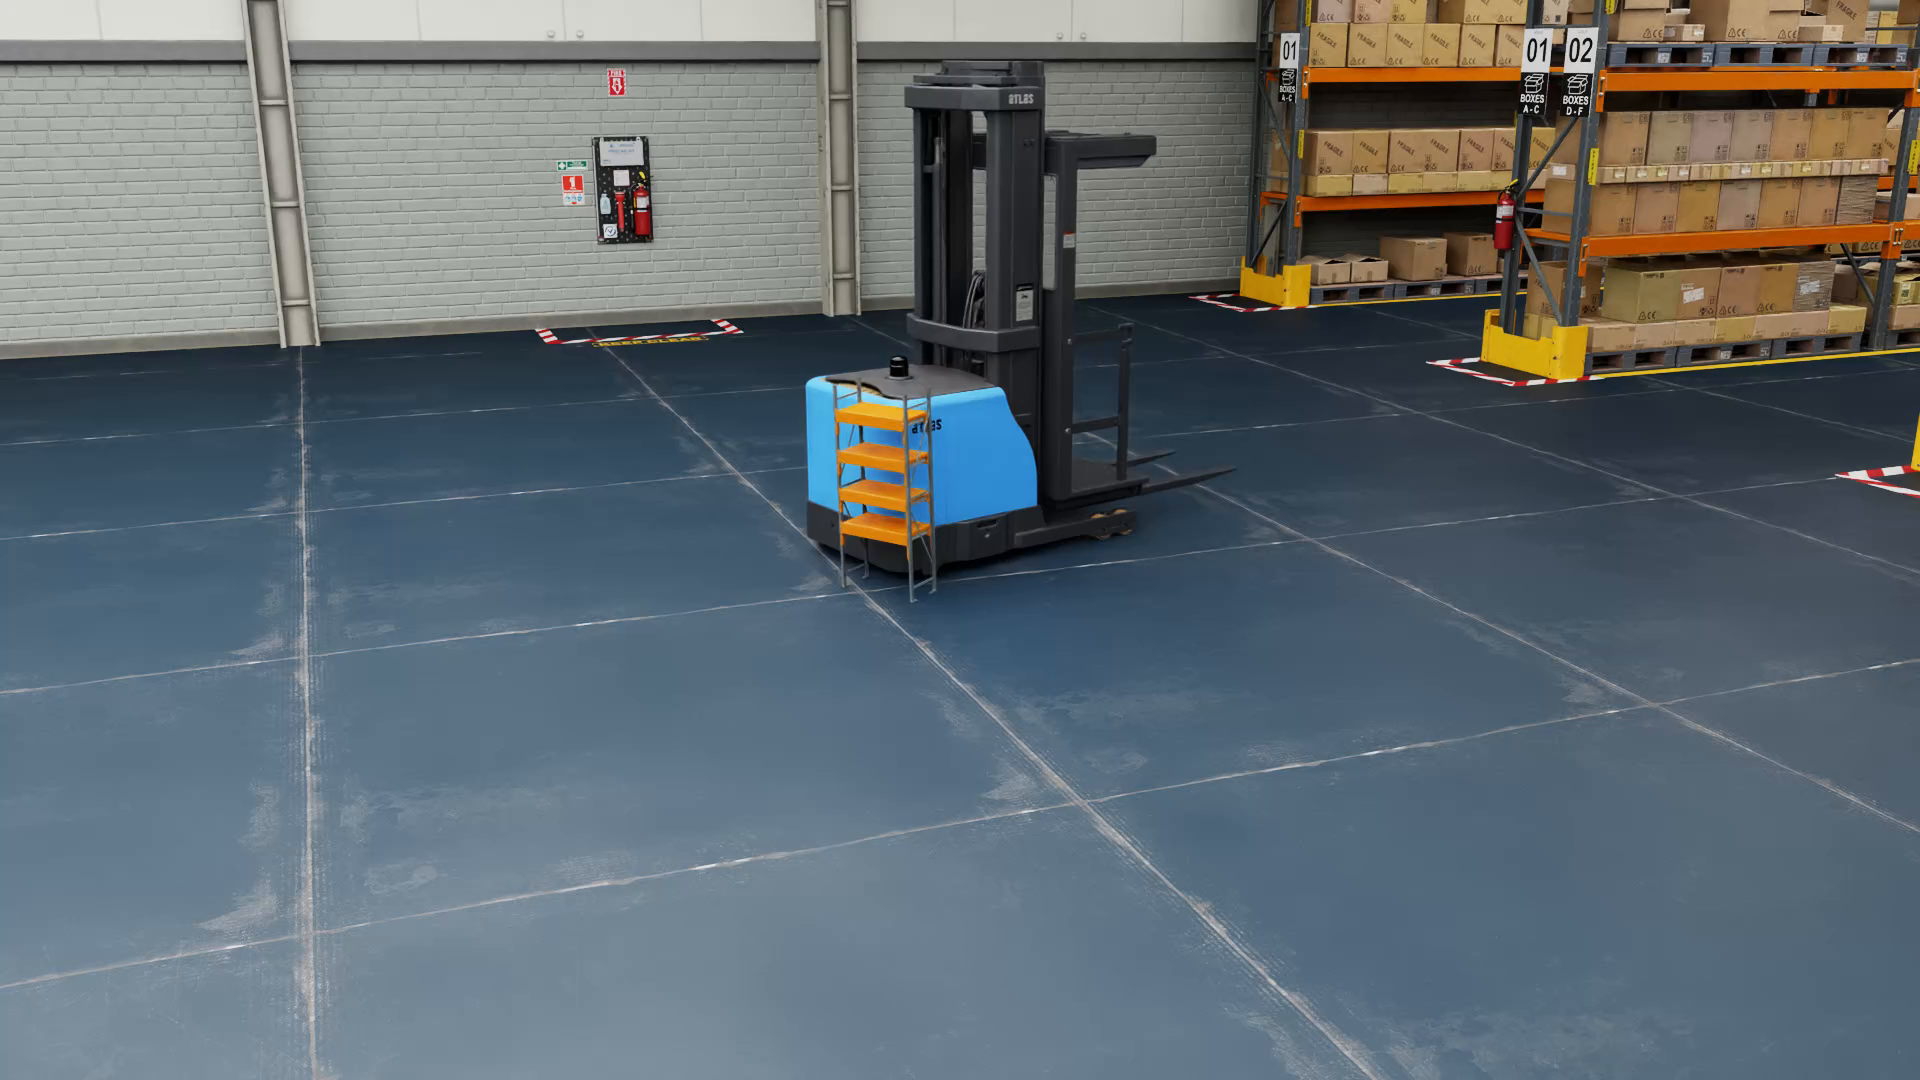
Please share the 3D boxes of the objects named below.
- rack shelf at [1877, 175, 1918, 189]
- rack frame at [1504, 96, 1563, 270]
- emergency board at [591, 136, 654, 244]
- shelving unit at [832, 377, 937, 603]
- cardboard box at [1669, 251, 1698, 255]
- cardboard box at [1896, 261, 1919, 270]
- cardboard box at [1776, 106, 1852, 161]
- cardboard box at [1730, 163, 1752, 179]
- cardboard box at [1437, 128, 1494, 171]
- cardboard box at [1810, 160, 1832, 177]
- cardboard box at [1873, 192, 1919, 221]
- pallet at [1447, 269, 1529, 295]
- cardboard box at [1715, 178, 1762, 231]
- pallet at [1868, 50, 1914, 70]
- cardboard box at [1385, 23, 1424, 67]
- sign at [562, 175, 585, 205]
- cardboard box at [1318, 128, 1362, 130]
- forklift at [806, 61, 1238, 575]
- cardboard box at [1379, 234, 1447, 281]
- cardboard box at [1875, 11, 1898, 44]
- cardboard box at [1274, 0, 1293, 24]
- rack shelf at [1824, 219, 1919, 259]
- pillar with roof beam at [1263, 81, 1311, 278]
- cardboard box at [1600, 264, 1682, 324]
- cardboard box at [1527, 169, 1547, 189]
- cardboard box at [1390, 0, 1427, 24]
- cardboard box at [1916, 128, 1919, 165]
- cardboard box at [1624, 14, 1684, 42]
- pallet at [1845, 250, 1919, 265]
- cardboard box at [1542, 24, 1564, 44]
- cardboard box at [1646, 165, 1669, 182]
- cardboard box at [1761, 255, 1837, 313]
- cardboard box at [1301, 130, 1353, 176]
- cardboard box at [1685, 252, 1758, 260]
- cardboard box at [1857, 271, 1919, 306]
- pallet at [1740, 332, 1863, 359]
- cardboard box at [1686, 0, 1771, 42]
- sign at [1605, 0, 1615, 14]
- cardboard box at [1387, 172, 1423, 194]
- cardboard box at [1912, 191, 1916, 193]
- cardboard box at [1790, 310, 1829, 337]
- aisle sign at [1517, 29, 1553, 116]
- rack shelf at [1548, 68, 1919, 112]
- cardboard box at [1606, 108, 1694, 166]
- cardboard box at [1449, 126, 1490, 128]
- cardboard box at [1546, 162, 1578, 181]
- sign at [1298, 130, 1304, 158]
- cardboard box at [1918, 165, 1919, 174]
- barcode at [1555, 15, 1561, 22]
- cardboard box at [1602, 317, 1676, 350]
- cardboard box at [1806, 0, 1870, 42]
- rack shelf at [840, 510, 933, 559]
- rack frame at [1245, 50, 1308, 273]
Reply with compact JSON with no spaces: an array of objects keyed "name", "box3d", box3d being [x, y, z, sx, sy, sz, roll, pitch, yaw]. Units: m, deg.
[{"name":"rack shelf","box3d":[13.191,-5.094,23.897,4.000,0.370,1.077,-6,17,-20]},{"name":"rack frame","box3d":[7.588,-4.834,21.736,0.127,3.000,1.000,-6,17,-20]},{"name":"emergency board","box3d":[-3.727,-3.885,18.504,0.643,1.169,0.194,-6,17,-20]},{"name":"shelving unit","box3d":[-0.424,-0.287,9.425,0.503,1.200,0.258,11,22,33]},{"name":"cardboard box","box3d":[9.694,-4.084,22.837,0.500,0.500,0.700,-6,17,-20]},{"name":"cardboard box","box3d":[10.591,-2.902,18.297,0.500,0.311,0.500,-6,17,-20]},{"name":"cardboard box","box3d":[8.481,-4.104,16.769,0.500,0.500,0.700,-6,17,-20]},{"name":"cardboard box","box3d":[7.508,-3.625,16.289,0.250,0.149,0.380,-6,17,-20]},{"name":"cardboard box","box3d":[6.320,-4.903,20.869,0.500,0.500,0.500,-7,18,-22]},{"name":"cardboard box","box3d":[8.467,-3.728,16.642,0.250,0.149,0.380,-6,17,-20]},{"name":"cardboard box","box3d":[9.809,-3.520,17.528,0.500,0.250,0.500,-5,17,-17]},{"name":"pallet","box3d":[6.974,-3.419,21.866,1.213,0.211,1.003,-6,17,-20]},{"name":"cardboard box","box3d":[7.514,-3.376,16.594,0.500,0.500,0.700,-6,17,-18]},{"name":"pallet","box3d":[10.184,-4.971,17.218,1.217,0.209,0.805,-7,18,-22]},{"name":"cardboard box","box3d":[5.253,-5.994,20.148,0.500,0.500,0.500,-5,17,-18]},{"name":"sign","box3d":[-4.280,-3.873,18.401,0.234,0.329,0.001,-6,17,-20]},{"name":"cardboard box","box3d":[4.691,-4.880,20.791,0.500,0.500,0.500,-6,17,-19]},{"name":"forklift","box3d":[0.524,-1.511,10.543,3.031,2.935,1.130,-12,20,-35]},{"name":"cardboard box","box3d":[5.767,-3.607,21.212,0.500,0.500,0.700,-7,18,-24]},{"name":"cardboard box","box3d":[12.753,-7.119,23.236,0.500,0.500,0.700,-5,17,-17]},{"name":"cardboard box","box3d":[4.162,-6.520,20.164,0.500,0.500,0.500,-5,17,-18]},{"name":"rack shelf","box3d":[11.232,-3.388,18.087,4.000,0.370,1.077,-6,17,-20]},{"name":"pillar with roof beam","box3d":[5.738,-6.475,16.676,0.400,9.000,9.100,-6,17,-20]},{"name":"cardboard box","box3d":[6.676,-2.416,16.306,0.500,0.500,0.500,-6,17,-20]},{"name":"cardboard box","box3d":[7.255,-4.644,21.320,0.500,0.250,0.500,-6,17,-20]},{"name":"cardboard box","box3d":[5.261,-6.474,20.010,0.500,0.500,0.500,-6,17,-19]},{"name":"cardboard box","box3d":[13.308,-5.574,23.514,0.500,0.500,0.500,-6,17,-19]},{"name":"cardboard box","box3d":[6.610,-4.949,16.077,0.500,0.250,0.500,-6,17,-20]},{"name":"pallet","box3d":[13.224,-4.081,24.120,1.213,0.211,1.003,-6,17,-20]},{"name":"cardboard box","box3d":[7.203,-6.215,20.901,0.500,0.500,0.500,-6,17,-19]},{"name":"cardboard box","box3d":[6.552,-3.522,15.939,0.250,0.149,0.380,-6,17,-20]},{"name":"cardboard box","box3d":[8.539,-2.621,17.005,0.500,0.500,0.500,-6,17,-20]},{"name":"cardboard box","box3d":[4.407,-4.697,20.170,0.500,0.500,0.500,-6,17,-20]},{"name":"cardboard box","box3d":[7.886,-2.708,17.299,0.500,0.500,0.500,-6,17,-20]},{"name":"cardboard box","box3d":[9.840,-2.658,17.467,0.500,0.311,0.500,-6,17,-20]},{"name":"pallet","box3d":[8.607,-2.124,17.456,1.213,0.211,1.003,-6,17,-20]},{"name":"cardboard box","box3d":[7.278,-4.979,15.735,0.500,0.500,0.500,-6,17,-20]},{"name":"sign","box3d":[5.822,-4.878,14.869,0.005,0.325,0.100,-6,17,-20]},{"name":"cardboard box","box3d":[5.380,-4.440,20.625,0.500,0.250,0.500,-6,18,-21]},{"name":"cardboard box","box3d":[14.498,-4.711,24.387,0.750,0.750,0.750,-6,17,-19]},{"name":"cardboard box","box3d":[8.539,-2.261,17.109,0.500,0.250,0.500,-6,17,-20]},{"name":"aisle sign","box3d":[5.463,-4.446,15.800,0.004,0.787,0.394,-6,17,-20]},{"name":"rack shelf","box3d":[7.497,-4.423,16.291,4.000,0.370,1.077,-6,17,-20]},{"name":"cardboard box","box3d":[6.608,-3.902,16.081,0.500,0.500,0.700,-7,18,-22]},{"name":"cardboard box","box3d":[6.590,-5.088,21.500,0.500,0.500,0.500,-6,17,-20]},{"name":"cardboard box","box3d":[5.918,-3.576,16.122,0.250,0.149,0.380,-6,18,-21]},{"name":"sign","box3d":[4.048,-4.703,19.754,0.005,0.325,0.100,-6,17,-20]},{"name":"cardboard box","box3d":[13.642,-5.305,23.748,0.250,0.149,0.380,-7,18,-22]},{"name":"barcode","box3d":[5.739,-5.003,15.957,0.075,0.075,0.001,-6,17,-20]},{"name":"cardboard box","box3d":[6.675,-2.057,16.414,0.500,0.250,0.500,-6,17,-20]},{"name":"cardboard box","box3d":[8.800,-5.305,16.847,0.500,0.500,0.500,-5,17,-16]},{"name":"rack shelf","box3d":[-0.417,-0.034,9.509,0.480,0.148,0.258,11,22,33]},{"name":"rack frame","box3d":[3.853,-4.431,20.363,0.127,3.000,1.000,-6,17,-20]}]
